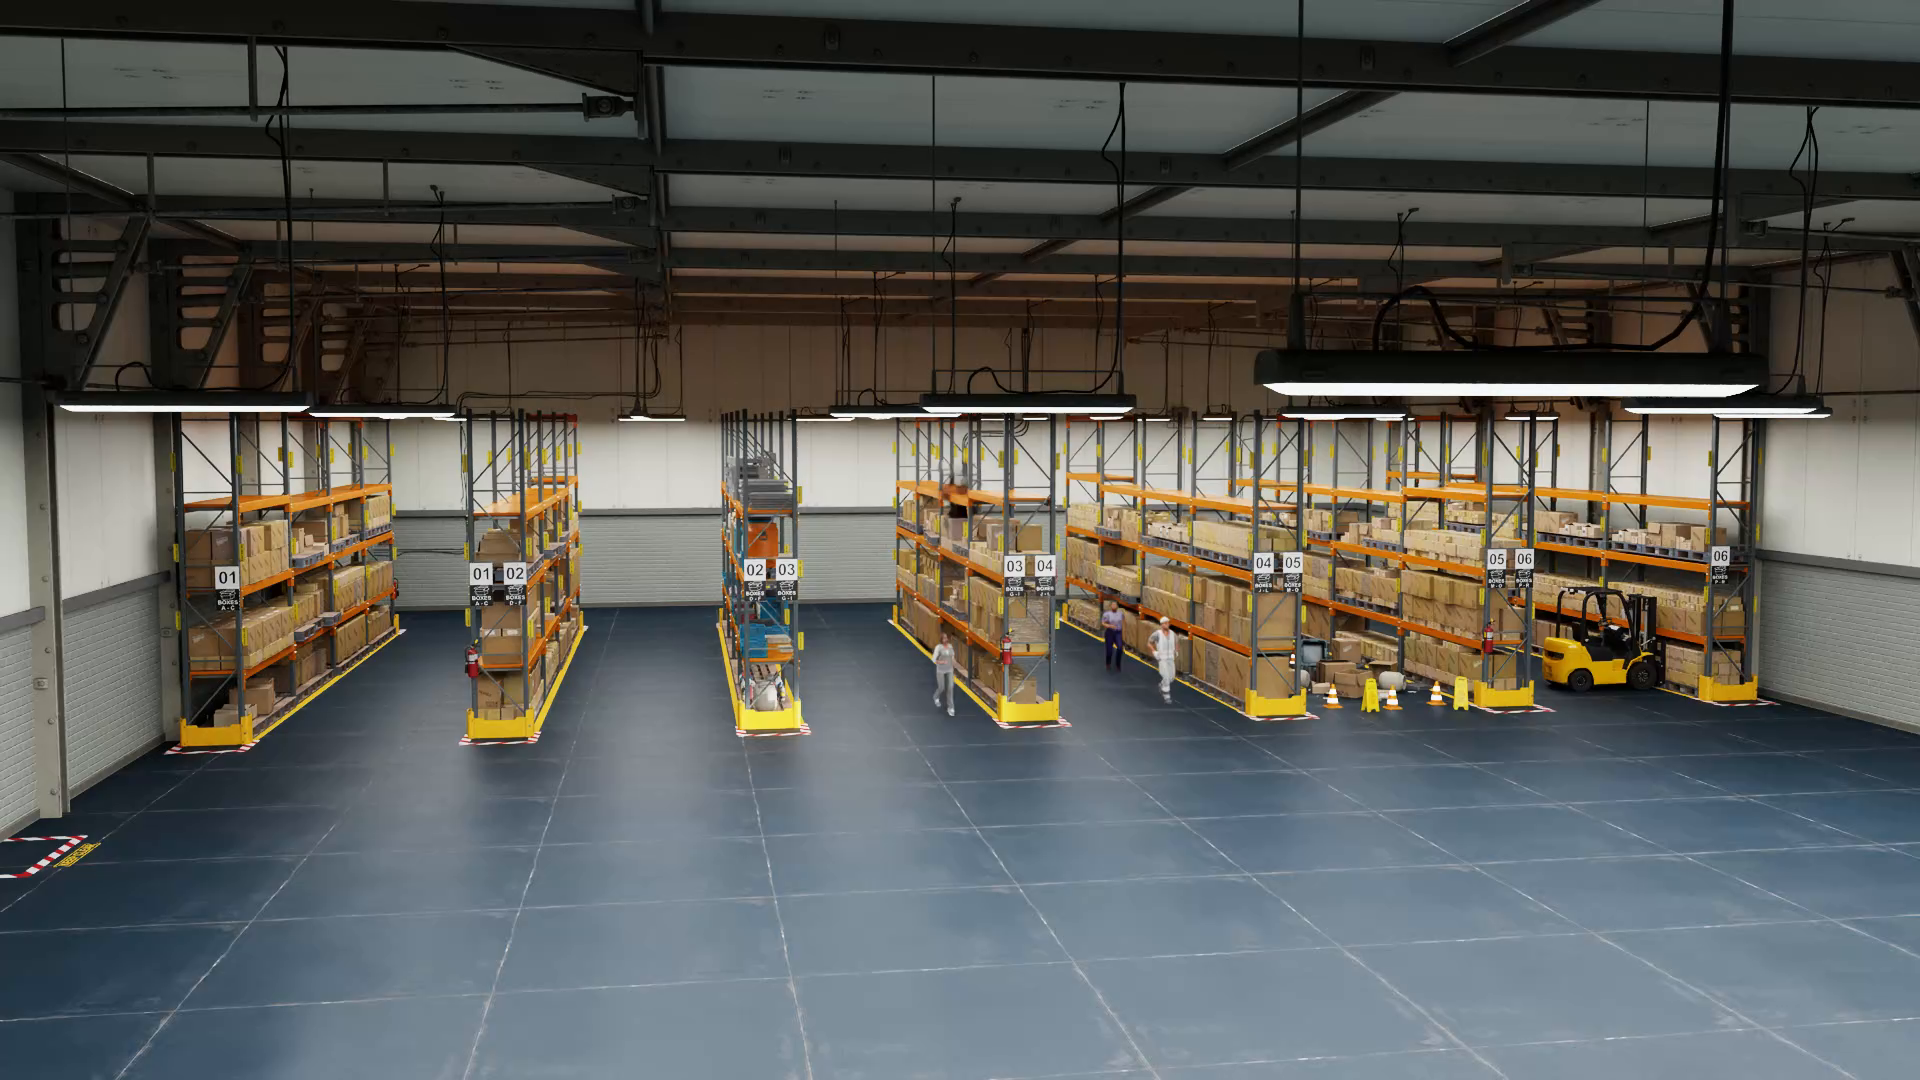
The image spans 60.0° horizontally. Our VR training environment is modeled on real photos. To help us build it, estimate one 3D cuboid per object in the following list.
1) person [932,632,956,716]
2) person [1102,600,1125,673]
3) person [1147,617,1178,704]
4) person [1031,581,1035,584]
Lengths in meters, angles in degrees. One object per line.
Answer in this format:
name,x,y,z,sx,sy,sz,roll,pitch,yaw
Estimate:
person,-0.308,2.624,32.875,0.538,1.605,0.851,-2,4,-21
person,3.559,2.242,38.415,0.613,1.704,0.711,-1,4,-8
person,4.196,2.457,34.198,0.667,1.767,0.696,-1,4,-19
person,2.346,1.482,48.964,0.655,1.746,0.732,-4,6,-44
